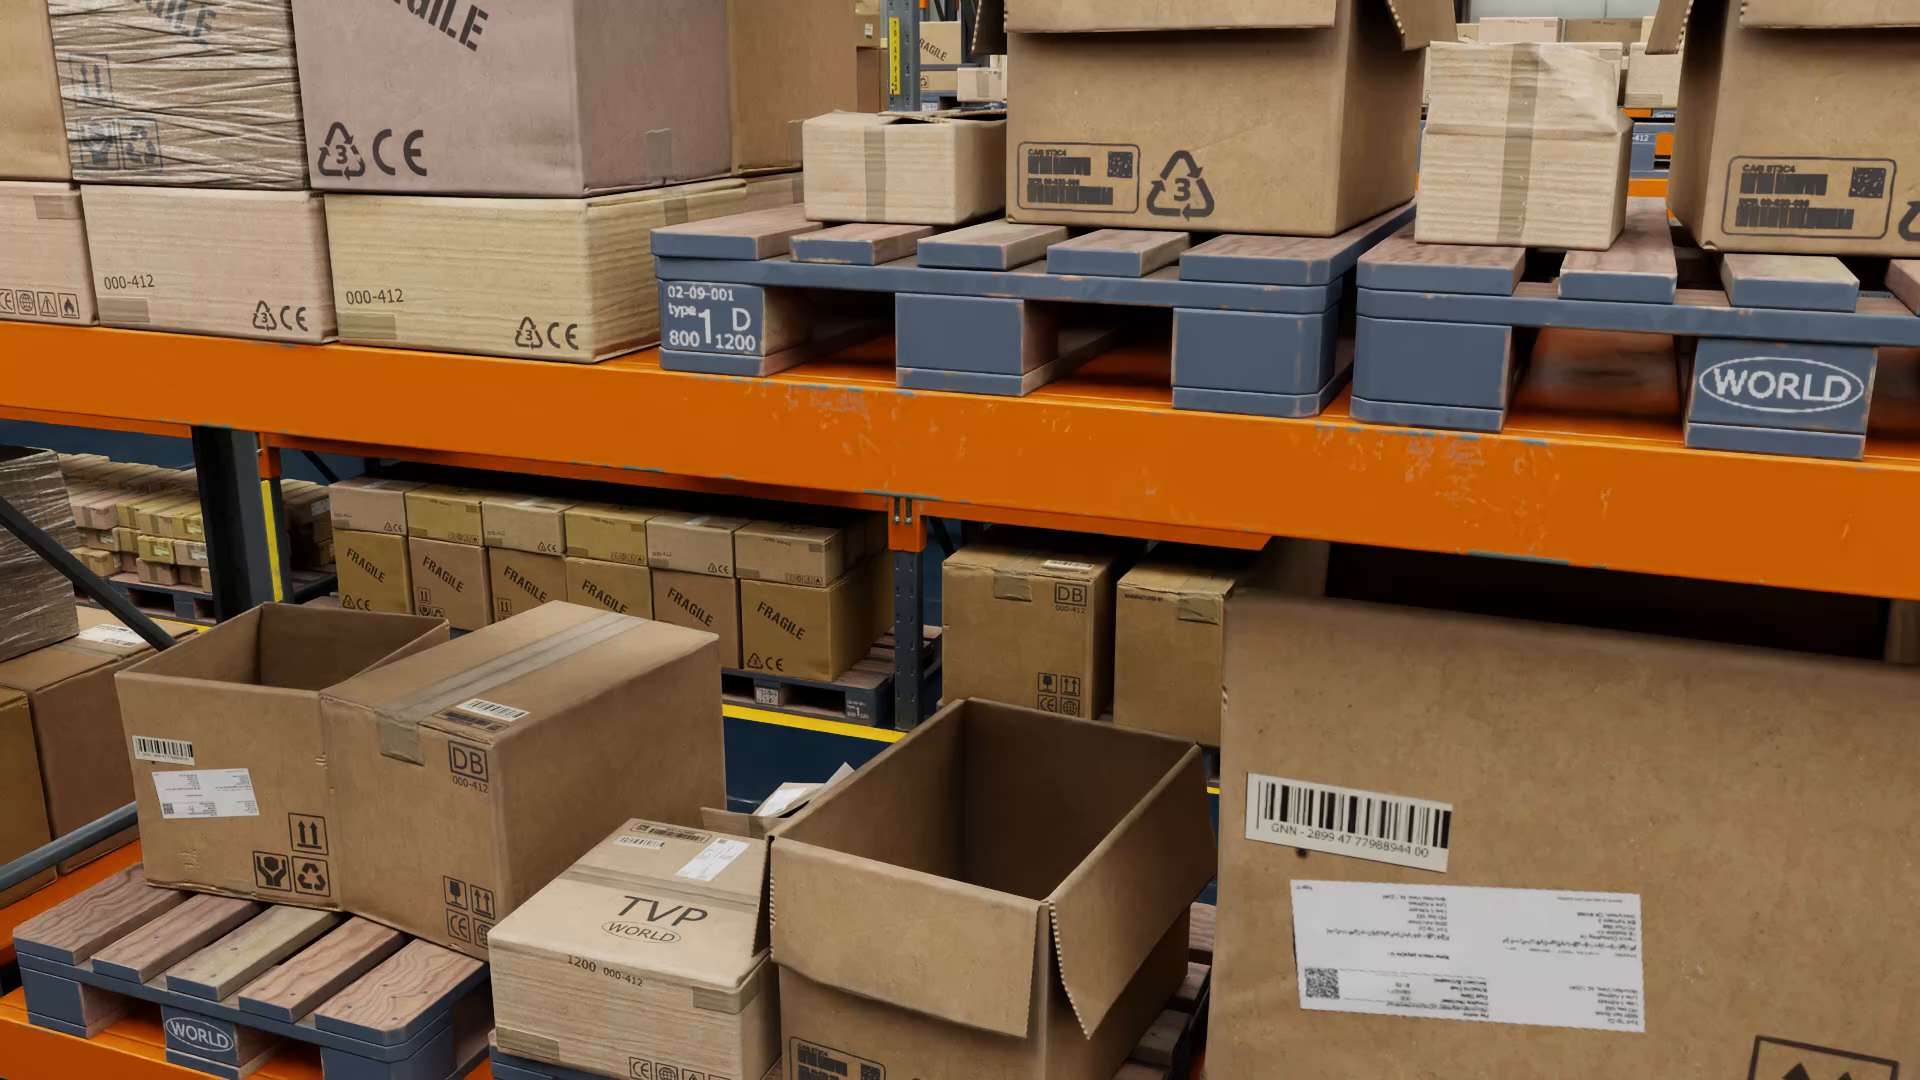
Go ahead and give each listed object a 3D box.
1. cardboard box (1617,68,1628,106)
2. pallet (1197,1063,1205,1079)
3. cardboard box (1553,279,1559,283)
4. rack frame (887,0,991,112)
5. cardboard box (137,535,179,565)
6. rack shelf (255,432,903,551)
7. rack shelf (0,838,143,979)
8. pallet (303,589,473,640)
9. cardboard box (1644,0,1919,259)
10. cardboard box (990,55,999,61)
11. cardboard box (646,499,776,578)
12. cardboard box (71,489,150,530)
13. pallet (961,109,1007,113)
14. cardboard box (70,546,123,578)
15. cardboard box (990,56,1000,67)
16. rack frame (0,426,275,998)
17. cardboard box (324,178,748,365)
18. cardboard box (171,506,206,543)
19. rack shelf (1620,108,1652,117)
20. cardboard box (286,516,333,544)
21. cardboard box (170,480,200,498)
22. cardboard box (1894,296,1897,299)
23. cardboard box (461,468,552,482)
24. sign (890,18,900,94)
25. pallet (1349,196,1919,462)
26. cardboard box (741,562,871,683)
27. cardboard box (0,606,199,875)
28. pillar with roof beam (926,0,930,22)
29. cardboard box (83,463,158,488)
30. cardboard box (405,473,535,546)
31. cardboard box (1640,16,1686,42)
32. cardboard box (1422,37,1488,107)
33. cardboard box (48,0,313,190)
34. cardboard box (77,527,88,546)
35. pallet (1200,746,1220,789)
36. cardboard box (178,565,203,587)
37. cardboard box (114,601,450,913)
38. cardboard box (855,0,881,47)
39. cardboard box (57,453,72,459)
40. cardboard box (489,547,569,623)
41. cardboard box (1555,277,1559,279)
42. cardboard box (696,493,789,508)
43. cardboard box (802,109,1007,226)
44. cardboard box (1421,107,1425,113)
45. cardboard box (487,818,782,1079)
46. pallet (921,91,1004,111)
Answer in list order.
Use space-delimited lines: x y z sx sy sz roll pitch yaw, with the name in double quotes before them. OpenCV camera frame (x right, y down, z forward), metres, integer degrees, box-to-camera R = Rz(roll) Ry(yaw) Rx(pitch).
"cardboard box" 2.760 -1.933 7.091 0.380 0.149 0.250 6 17 21
"pallet" 1.062 1.059 2.990 1.213 0.211 1.003 6 17 21
"cardboard box" 2.690 -0.823 7.155 0.500 0.500 0.700 6 17 20
"rack frame" -0.088 -3.484 7.532 0.127 3.000 1.000 6 17 21
"cardboard box" -4.730 0.016 10.066 0.250 0.149 0.380 6 17 19
"rack shelf" -1.948 -0.462 9.174 4.000 0.370 1.077 6 17 21
"rack shelf" -3.862 0.814 4.778 4.000 0.370 1.077 6 17 21
"pallet" -3.084 0.407 9.894 1.213 0.211 1.003 6 17 21
"cardboard box" 1.319 -0.683 2.327 0.637 0.503 0.797 5 17 18
"cardboard box" 0.343 -5.116 17.520 0.250 0.149 0.380 6 17 20
"cardboard box" -1.294 -0.015 8.729 0.500 0.250 0.500 7 17 21
"cardboard box" -5.220 -0.189 10.237 0.250 0.149 0.380 5 17 18
"pallet" 0.531 -1.900 7.797 1.003 0.211 1.213 7 18 23
"cardboard box" -5.261 0.098 10.316 0.250 0.149 0.380 6 17 21
"cardboard box" 0.225 -3.524 12.541 0.258 0.266 0.396 6 17 19
"rack frame" -2.001 0.674 3.973 0.127 3.000 1.000 6 17 21
"cardboard box" -0.698 -0.478 2.829 0.500 0.250 0.500 7 17 22
"cardboard box" -4.487 -0.115 9.982 0.250 0.149 0.380 7 17 21
"rack shelf" 5.313 -4.075 16.240 4.000 0.370 1.077 6 17 21
"cardboard box" -4.028 -0.107 10.489 0.250 0.149 0.380 7 18 23
"cardboard box" -4.792 -0.296 10.607 0.250 0.149 0.380 6 17 19
"cardboard box" 3.964 -0.737 6.627 0.550 0.550 0.875 6 17 21
"cardboard box" -2.550 -0.306 9.734 0.500 0.250 0.500 7 18 23
"sign" -0.288 -2.151 7.394 0.005 0.325 0.100 6 17 21
"pallet" 1.184 -0.358 2.484 1.003 0.211 1.213 6 17 21
"cardboard box" -0.796 0.397 8.657 0.500 0.500 0.500 6 17 20
"cardboard box" -2.354 0.505 4.374 0.500 0.500 0.500 7 18 22
"pillar with roof beam" -2.165 -5.663 15.040 0.400 9.000 9.100 6 17 21
"cardboard box" -5.497 -0.385 10.914 0.250 0.149 0.380 6 17 21
"cardboard box" -2.722 -0.175 9.282 0.500 0.250 0.500 7 18 22
"cardboard box" 4.770 -3.324 10.982 0.500 0.250 0.500 7 17 22
"cardboard box" 1.922 -1.963 6.902 0.500 0.311 0.500 6 17 19
"cardboard box" -1.188 -0.887 2.894 0.500 0.500 0.500 6 17 21
"cardboard box" -5.414 -0.089 10.426 0.250 0.149 0.380 5 17 18
"pallet" 1.749 0.962 7.981 1.213 0.211 1.003 6 17 21
"cardboard box" -4.509 0.156 10.117 0.250 0.149 0.380 7 18 22
"cardboard box" -1.484 0.469 3.746 0.500 0.500 0.500 4 17 14
"cardboard box" -0.559 -2.433 7.740 0.258 0.266 0.396 6 17 21
"cardboard box" -6.226 -0.474 11.218 0.250 0.149 0.380 6 17 18
"cardboard box" -2.233 0.235 9.213 0.500 0.500 0.500 7 17 22
"cardboard box" 4.380 -1.918 11.434 0.500 0.500 0.500 6 17 21
"cardboard box" -1.112 -0.149 9.192 0.500 0.250 0.500 6 17 20
"cardboard box" -0.061 -0.613 2.691 0.250 0.166 0.380 6 17 19
"cardboard box" 3.064 -3.238 11.882 0.637 0.503 0.797 6 17 21
"cardboard box" -0.527 0.775 3.140 0.500 0.250 0.500 6 17 19
"pallet" -0.025 -3.412 13.006 1.213 0.211 1.003 7 18 23
